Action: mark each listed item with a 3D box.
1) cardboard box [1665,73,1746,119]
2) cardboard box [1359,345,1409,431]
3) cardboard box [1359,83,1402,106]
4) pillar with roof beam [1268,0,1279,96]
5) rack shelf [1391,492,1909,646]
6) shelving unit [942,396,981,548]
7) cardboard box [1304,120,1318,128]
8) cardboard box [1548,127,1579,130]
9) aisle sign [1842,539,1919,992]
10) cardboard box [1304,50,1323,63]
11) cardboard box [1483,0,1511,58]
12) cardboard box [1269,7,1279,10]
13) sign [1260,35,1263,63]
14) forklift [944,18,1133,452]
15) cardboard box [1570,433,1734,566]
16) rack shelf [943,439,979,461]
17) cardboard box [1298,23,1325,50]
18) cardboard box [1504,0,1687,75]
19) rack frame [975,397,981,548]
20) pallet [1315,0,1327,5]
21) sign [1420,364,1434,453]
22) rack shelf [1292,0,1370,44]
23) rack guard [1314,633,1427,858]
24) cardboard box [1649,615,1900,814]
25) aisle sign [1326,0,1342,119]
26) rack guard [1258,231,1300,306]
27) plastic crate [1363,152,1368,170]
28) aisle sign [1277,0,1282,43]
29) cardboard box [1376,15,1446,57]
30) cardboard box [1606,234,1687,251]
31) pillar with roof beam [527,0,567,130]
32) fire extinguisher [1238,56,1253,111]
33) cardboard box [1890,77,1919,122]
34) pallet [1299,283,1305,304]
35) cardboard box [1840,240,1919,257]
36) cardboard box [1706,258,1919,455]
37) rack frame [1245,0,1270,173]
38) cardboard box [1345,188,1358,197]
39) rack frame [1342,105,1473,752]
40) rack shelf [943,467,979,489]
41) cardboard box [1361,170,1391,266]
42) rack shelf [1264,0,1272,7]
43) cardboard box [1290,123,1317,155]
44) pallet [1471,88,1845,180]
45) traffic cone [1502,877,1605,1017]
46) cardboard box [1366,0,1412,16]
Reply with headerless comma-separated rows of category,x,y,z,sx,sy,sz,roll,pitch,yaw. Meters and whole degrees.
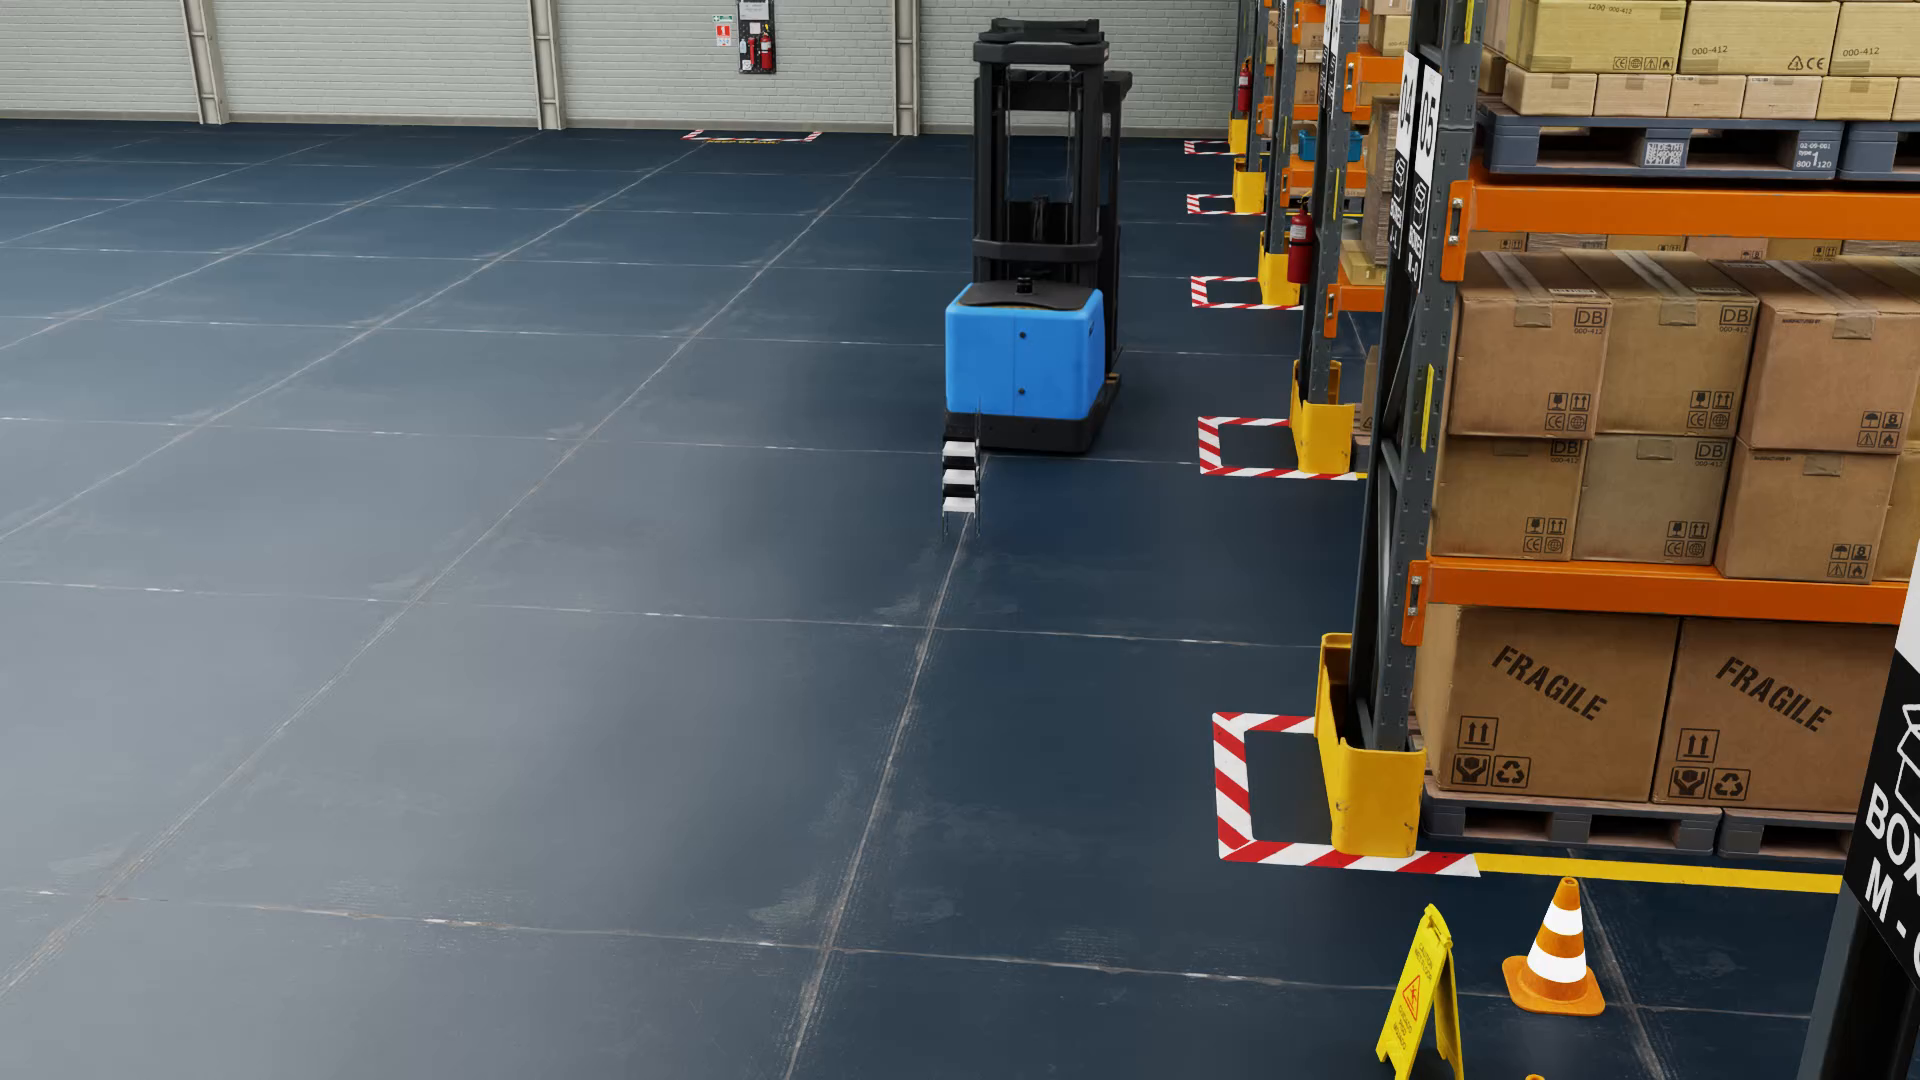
cardboard box,2.658,-1.632,6.043,0.250,0.149,0.380,3,22,6
cardboard box,3.156,-1.072,11.900,0.500,0.500,0.500,7,23,16
cardboard box,5.184,-5.666,20.556,0.500,0.500,0.700,3,22,7
pillar with roof beam,4.577,-9.001,20.968,0.400,9.000,9.100,2,22,6
rack shelf,3.840,0.155,6.946,4.000,0.370,1.077,2,22,6
shelving unit,0.008,-0.418,10.273,0.210,0.900,0.258,2,22,6
cardboard box,5.529,-6.364,25.517,0.500,0.311,0.500,4,22,11
cardboard box,4.044,-2.553,10.918,0.500,0.500,0.500,2,22,6
aisle sign,1.344,0.228,2.246,0.004,0.787,0.394,2,22,6
cardboard box,4.334,-5.931,20.344,0.250,0.149,0.380,2,22,5
cardboard box,2.373,-2.052,6.562,0.500,0.250,0.500,3,22,7
cardboard box,4.780,-7.843,25.356,0.500,0.500,0.500,2,22,6
sign,3.636,-5.926,20.064,0.005,0.325,0.100,2,22,6
forklift,0.695,-2.495,12.763,1.130,2.935,3.031,5,22,11
cardboard box,2.776,-0.320,6.966,0.550,0.550,0.875,2,22,6
rack shelf,0.008,-0.555,10.220,0.200,0.077,0.258,2,22,6
cardboard box,4.222,-6.312,20.424,0.500,0.500,0.700,3,22,6
cardboard box,2.303,-1.856,6.068,0.500,0.250,0.500,2,22,6
rack frame,0.109,-0.414,10.262,0.006,0.900,0.240,2,22,6
pallet,3.931,-5.116,15.478,1.213,0.211,1.003,2,22,6
sign,1.783,-0.503,6.347,0.005,0.325,0.100,2,22,6
rack shelf,5.107,-4.854,15.538,4.000,0.370,1.077,2,22,6
rack guard,1.830,0.896,7.494,0.348,0.500,1.175,2,22,6
cardboard box,3.409,0.570,7.238,0.875,0.875,0.875,2,22,5
aisle sign,2.441,-3.174,10.853,0.004,0.787,0.394,2,22,6
rack guard,3.202,-2.732,16.670,0.348,0.500,1.175,2,22,6
plastic crate,3.972,-3.602,15.829,0.250,0.136,0.298,2,22,6
aisle sign,3.084,-5.201,15.980,0.004,0.787,0.394,2,22,6
cardboard box,2.986,-3.282,10.786,0.500,0.250,0.500,3,22,8
cardboard box,4.578,-2.182,11.339,0.500,0.500,0.875,2,22,6
pillar with roof beam,-7.340,-9.521,22.282,0.400,9.000,9.100,2,22,6
fire extinguisher,3.645,-5.828,21.206,0.183,0.674,0.296,2,22,6
cardboard box,3.410,-1.599,5.960,0.250,0.149,0.380,2,22,6
pallet,4.008,-2.561,16.630,1.213,0.211,1.003,2,22,6
cardboard box,6.070,-2.126,11.197,0.500,0.500,0.875,2,22,6
cardboard box,3.315,-0.744,6.568,0.550,0.550,0.875,2,22,6
rack frame,3.707,-5.689,20.750,0.127,3.000,1.000,2,22,6
cardboard box,4.711,-4.481,20.863,0.500,0.250,0.500,2,22,6
rack frame,1.854,-0.266,7.032,0.127,3.000,1.000,2,22,6
rack shelf,0.008,-0.387,10.286,0.200,0.077,0.258,2,22,6
cardboard box,3.081,-2.223,11.443,0.500,0.500,0.875,2,22,6
rack shelf,5.694,-6.663,20.112,4.000,0.370,1.077,2,22,6
cardboard box,4.275,-5.040,21.256,0.500,0.500,0.500,2,22,6
pallet,2.592,-1.591,6.425,1.213,0.211,1.003,2,22,6
traffic cone,2.214,1.455,6.129,0.334,0.463,0.336,2,22,6
cardboard box,2.784,-3.487,10.761,0.250,0.149,0.380,2,22,6
